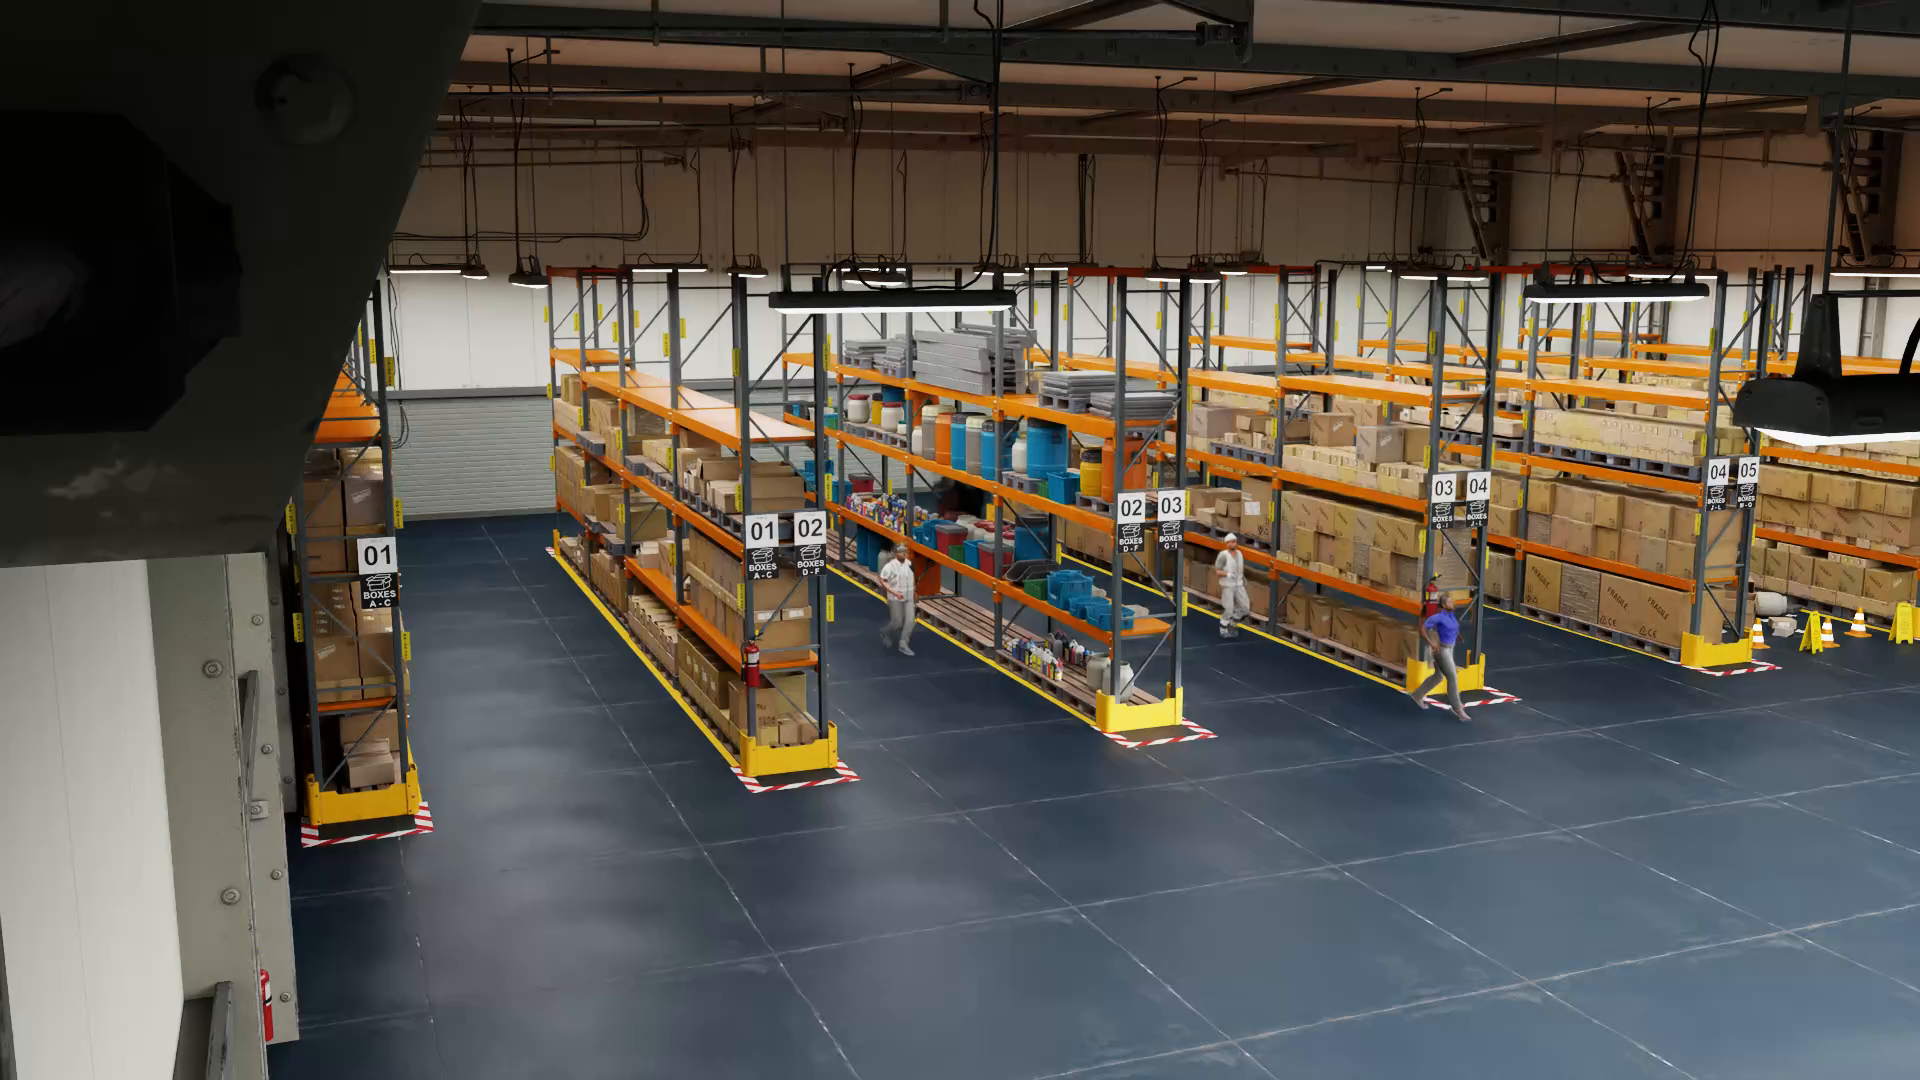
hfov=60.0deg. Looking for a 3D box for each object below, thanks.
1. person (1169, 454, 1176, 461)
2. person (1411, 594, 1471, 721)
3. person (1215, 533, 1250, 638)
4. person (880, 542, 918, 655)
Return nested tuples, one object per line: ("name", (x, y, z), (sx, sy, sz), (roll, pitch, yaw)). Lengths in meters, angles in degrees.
("person", (4.787, -1.140, 38.126), (0.711, 1.753, 0.839), (-3, 10, -19))
("person", (6.658, 1.589, 22.819), (0.856, 1.675, 0.643), (6, 12, 32))
("person", (4.479, 0.764, 27.106), (0.632, 1.742, 0.614), (-5, 11, -26))
("person", (-0.971, 0.892, 26.039), (0.638, 1.759, 0.722), (-7, 12, -35))
